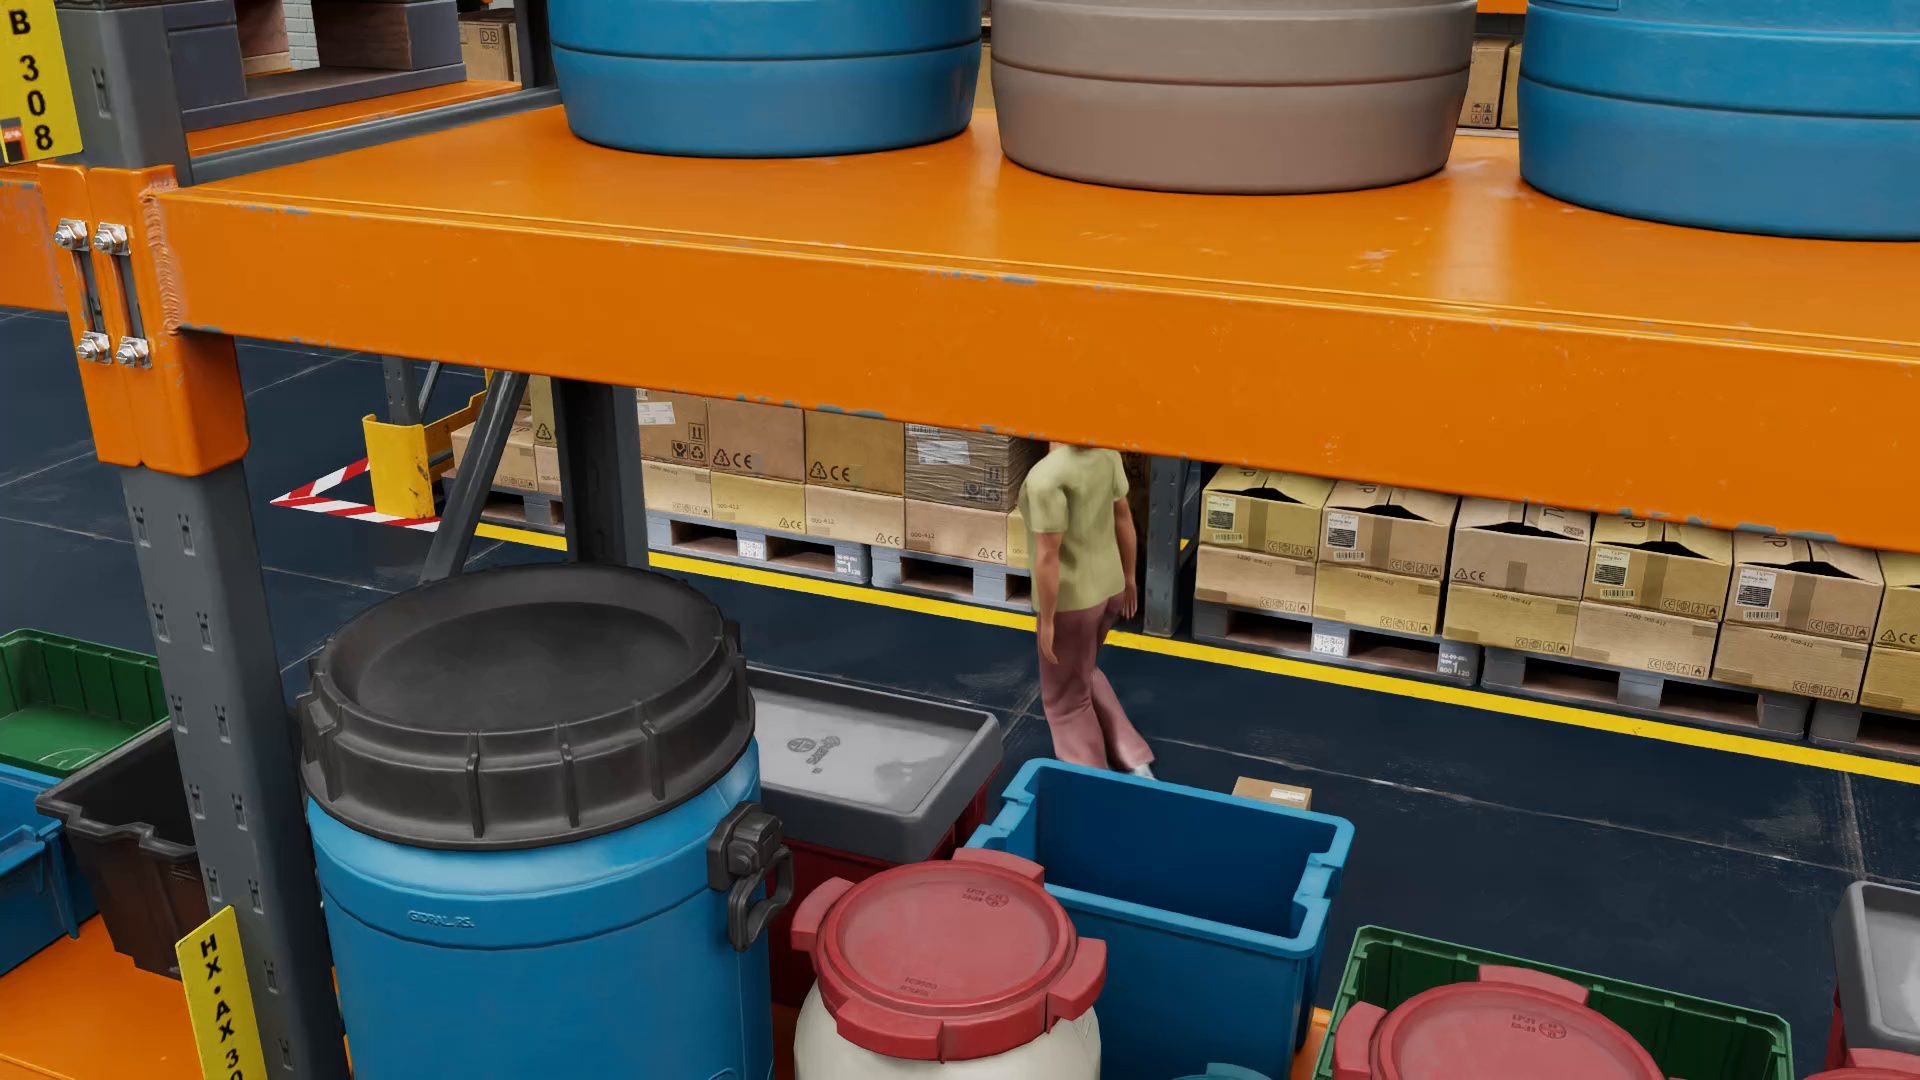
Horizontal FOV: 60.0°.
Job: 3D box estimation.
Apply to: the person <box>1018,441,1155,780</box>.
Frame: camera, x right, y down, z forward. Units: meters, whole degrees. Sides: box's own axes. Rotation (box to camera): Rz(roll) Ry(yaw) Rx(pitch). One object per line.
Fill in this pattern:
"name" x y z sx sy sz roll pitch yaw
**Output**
"person" 0.434 0.221 5.542 0.479 1.661 0.513 16 28 34
